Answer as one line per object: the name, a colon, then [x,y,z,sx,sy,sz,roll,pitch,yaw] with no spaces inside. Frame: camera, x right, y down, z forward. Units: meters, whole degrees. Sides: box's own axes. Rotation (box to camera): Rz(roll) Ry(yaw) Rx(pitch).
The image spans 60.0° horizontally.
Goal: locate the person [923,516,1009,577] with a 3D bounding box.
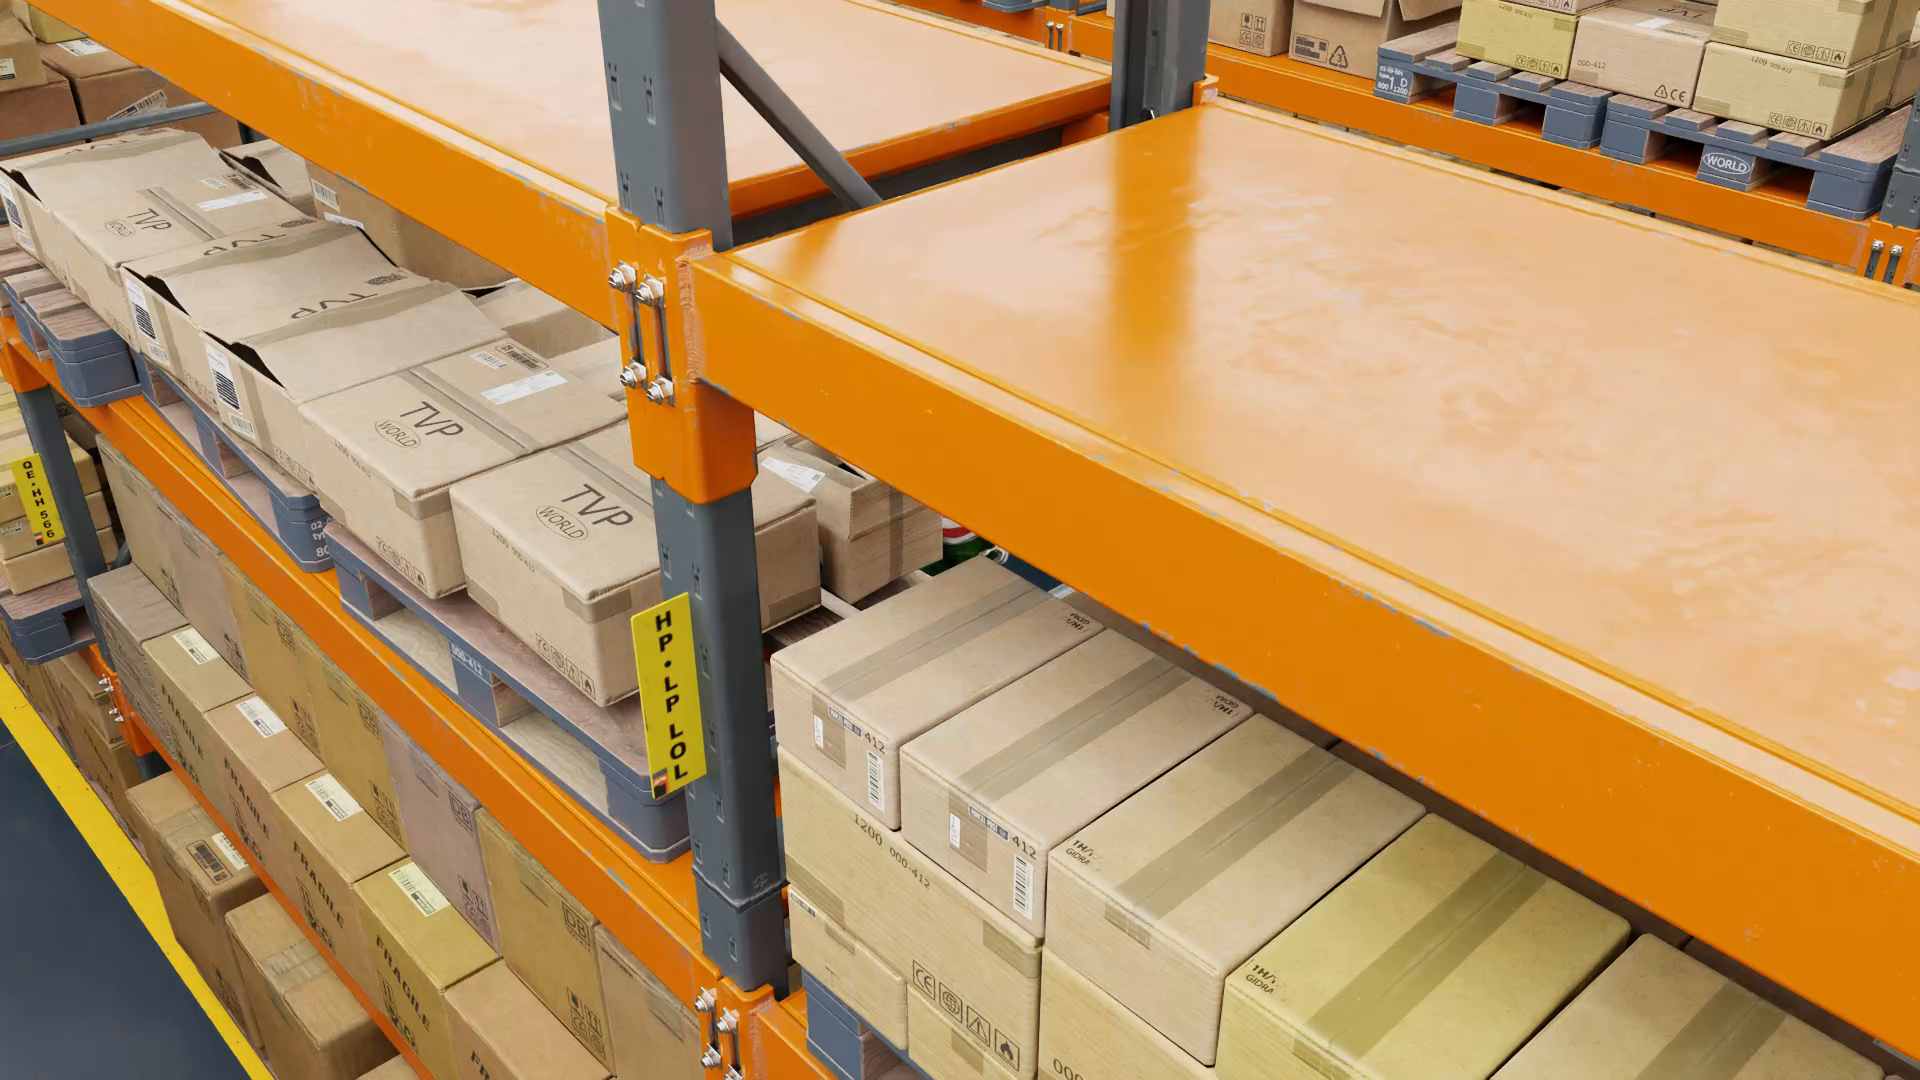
person: [0.030,-0.109,7.772,0.562,1.789,0.638,-26,40,-35]
